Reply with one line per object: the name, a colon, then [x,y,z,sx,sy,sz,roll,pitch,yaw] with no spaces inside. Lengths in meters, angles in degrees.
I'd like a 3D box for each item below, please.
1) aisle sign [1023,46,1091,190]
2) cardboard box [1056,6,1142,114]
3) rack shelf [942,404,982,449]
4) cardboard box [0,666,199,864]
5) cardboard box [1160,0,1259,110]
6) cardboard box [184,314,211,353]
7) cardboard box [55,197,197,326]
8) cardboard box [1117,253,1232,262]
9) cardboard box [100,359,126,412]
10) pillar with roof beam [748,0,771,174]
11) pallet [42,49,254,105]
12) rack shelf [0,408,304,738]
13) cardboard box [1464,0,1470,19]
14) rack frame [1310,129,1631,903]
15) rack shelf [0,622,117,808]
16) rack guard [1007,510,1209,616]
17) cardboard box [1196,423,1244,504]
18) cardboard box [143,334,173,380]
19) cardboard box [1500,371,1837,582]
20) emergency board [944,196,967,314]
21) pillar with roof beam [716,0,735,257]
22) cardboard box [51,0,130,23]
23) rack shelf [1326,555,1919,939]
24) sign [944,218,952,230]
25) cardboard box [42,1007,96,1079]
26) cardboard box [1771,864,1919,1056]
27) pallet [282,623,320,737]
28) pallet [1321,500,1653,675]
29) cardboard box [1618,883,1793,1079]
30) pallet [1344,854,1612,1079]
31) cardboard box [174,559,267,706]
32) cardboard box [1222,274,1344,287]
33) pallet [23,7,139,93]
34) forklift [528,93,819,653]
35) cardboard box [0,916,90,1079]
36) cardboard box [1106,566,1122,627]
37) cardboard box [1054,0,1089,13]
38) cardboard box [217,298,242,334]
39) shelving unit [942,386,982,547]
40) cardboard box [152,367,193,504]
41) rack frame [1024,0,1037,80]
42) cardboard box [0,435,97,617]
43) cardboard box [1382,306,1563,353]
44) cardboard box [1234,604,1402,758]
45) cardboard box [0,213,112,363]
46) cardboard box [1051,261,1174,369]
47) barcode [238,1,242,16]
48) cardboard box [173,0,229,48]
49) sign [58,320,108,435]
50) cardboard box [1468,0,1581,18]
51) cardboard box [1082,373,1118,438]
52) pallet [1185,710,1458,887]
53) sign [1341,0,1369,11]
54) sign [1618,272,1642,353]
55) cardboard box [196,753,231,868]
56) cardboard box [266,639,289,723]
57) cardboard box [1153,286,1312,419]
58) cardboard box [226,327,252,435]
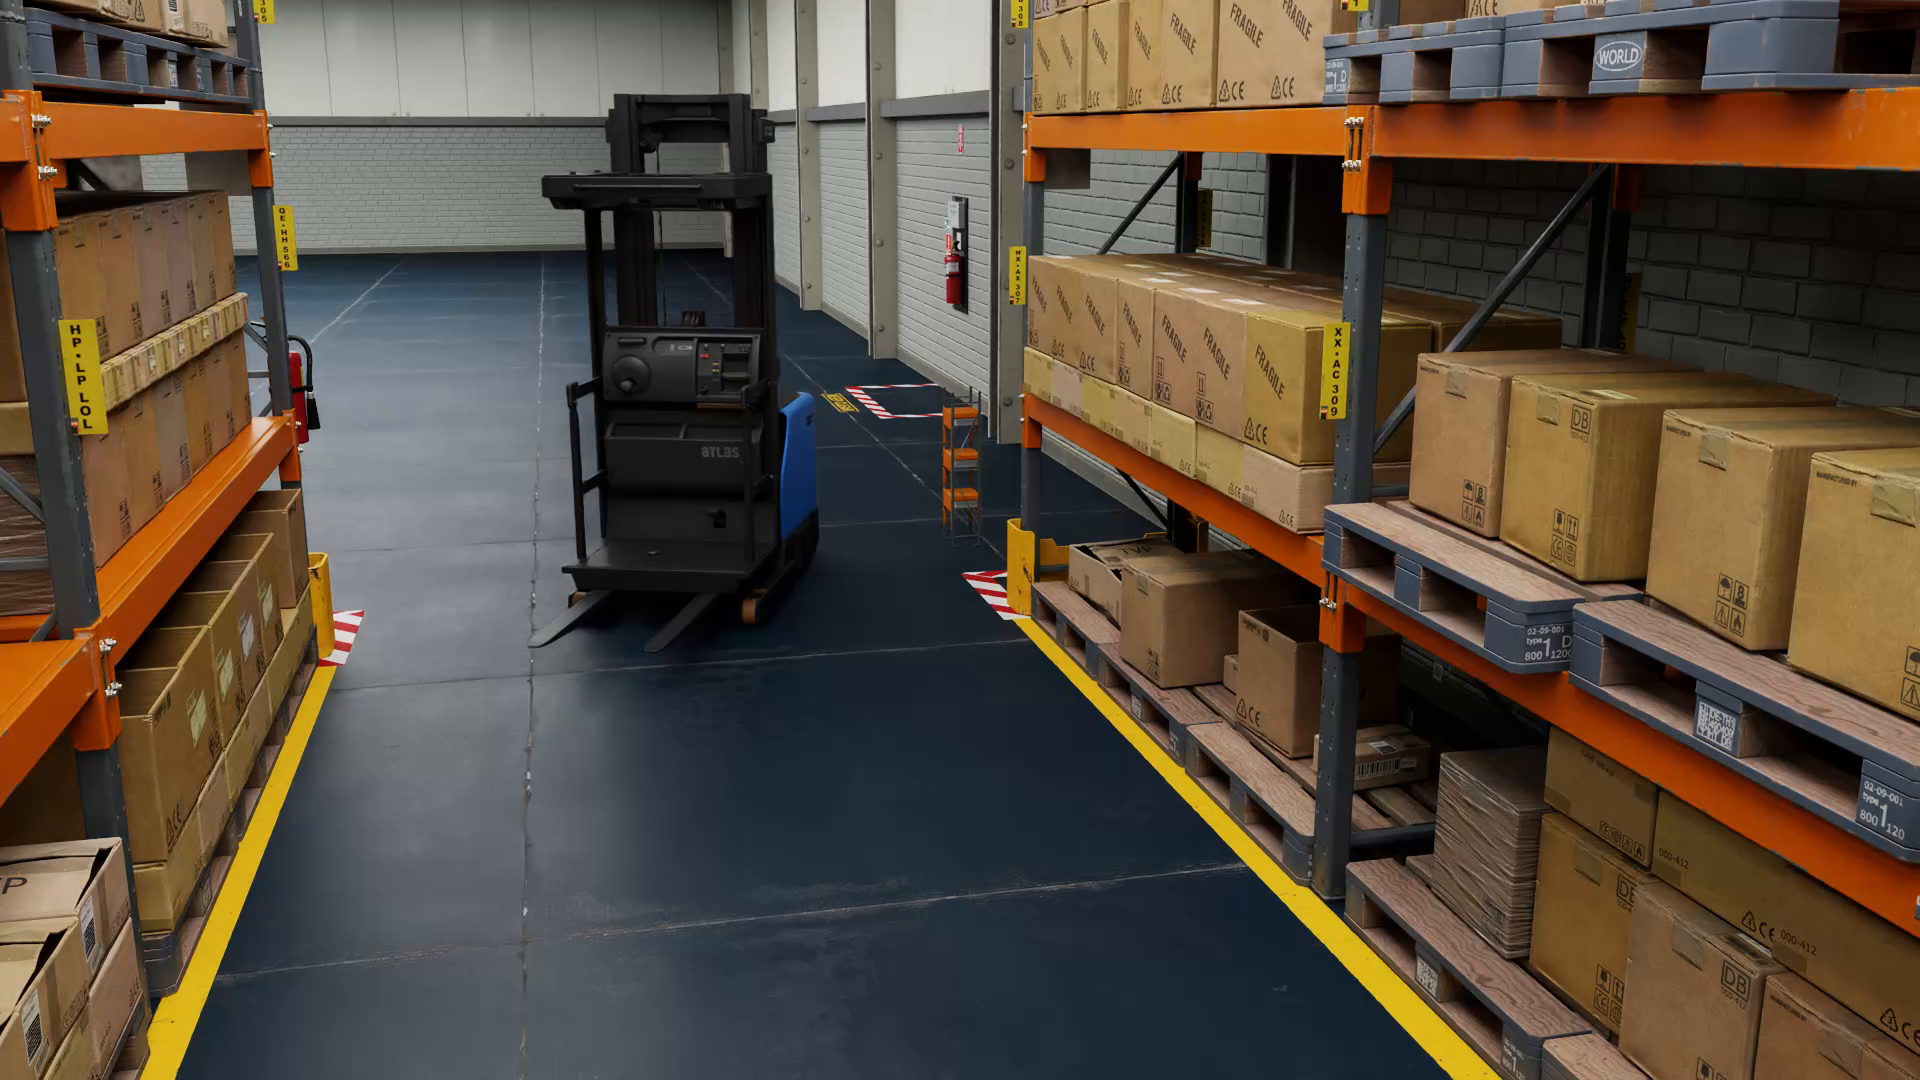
aisle sign: [0.548,-2.367,9.320,0.394,0.787,0.004,-3,14,-13]
cardboard box: [0.784,-2.403,8.370,0.500,0.500,0.500,-2,14,-9]
rack shelf: [0.013,-0.763,11.187,0.215,0.259,0.240,-3,14,-13]
cardboard box: [-2.823,0.738,5.415,0.500,0.500,0.500,-3,14,-13]
cardboard box: [1.164,-2.043,6.897,0.500,0.500,0.500,-4,14,-15]
cardboard box: [-3.441,-0.876,7.115,0.380,0.149,0.250,-3,14,-11]
cardboard box: [-3.600,-1.149,6.864,0.700,0.500,0.500,-3,14,-13]
cardboard box: [1.174,-1.309,9.158,0.500,0.500,0.500,-3,14,-14]
cardboard box: [-3.077,-0.519,5.655,0.380,0.149,0.250,-3,14,-14]
pillar with roof beam: [-7.959,-9.202,30.133,9.100,9.000,0.400,-3,14,-13]
pallet: [-3.817,-2.077,7.476,1.003,0.211,1.213,-3,14,-13]
rack shelf: [-3.488,-0.017,6.692,1.077,0.370,4.000,-3,14,-13]
cardboard box: [1.926,-1.824,6.002,0.500,0.500,0.500,-3,14,-11]
rack frame: [1.796,-0.182,5.852,1.000,3.000,0.127,-3,14,-13]
rack shelf: [-2.549,0.906,2.915,1.077,0.370,4.000,-3,14,-13]
rack guard: [0.874,0.127,9.854,1.175,0.500,0.348,-3,14,-13]
cardboard box: [1.281,-0.327,6.717,0.500,0.250,0.500,-3,14,-13]
cardboard box: [-3.260,-0.699,6.389,0.380,0.149,0.250,-3,14,-14]
cardboard box: [2.007,-0.196,4.770,0.700,0.500,0.500,-2,14,-7]
emergency board: [-0.091,-2.948,17.173,0.194,1.169,0.643,-3,14,-13]
pillar with roof beam: [-9.368,-10.587,35.799,9.100,9.000,0.400,-3,14,-13]
cardboard box: [-3.007,-1.846,5.352,0.500,0.311,0.500,-4,14,-16]
rack shelf: [2.266,0.629,4.048,1.077,0.370,4.000,-3,14,-13]
sign: [-0.128,-3.354,17.645,0.001,0.109,0.331,-3,14,-13]
cardboard box: [-2.522,1.423,4.191,0.500,0.250,0.500,-4,14,-14]
cardboard box: [2.317,0.961,3.935,0.500,0.250,0.500,-3,14,-13]
pallet: [-3.737,0.701,8.113,1.003,0.211,1.213,-3,14,-13]
pallet: [1.834,0.096,5.119,1.003,0.211,1.213,-3,14,-13]
cardboard box: [2.236,1.224,4.437,0.700,0.500,0.500,-3,14,-13]
pallet: [1.980,1.352,5.448,1.003,0.211,1.213,-3,14,-13]
cardboard box: [-3.177,0.392,6.831,0.500,0.500,0.500,-3,14,-13]
cardboard box: [1.526,-0.957,7.718,0.500,0.500,0.500,-3,14,-12]
pallet: [-3.244,-1.514,5.172,1.003,0.211,1.213,-3,14,-13]
forklift: [-1.638,-1.022,9.434,1.130,2.935,3.031,2,14,7]
cardboard box: [-2.516,1.151,4.121,0.500,0.311,0.500,-3,14,-12]
cardboard box: [1.066,0.284,8.683,0.500,0.311,0.500,-2,14,-9]
cardboard box: [0.780,-2.885,8.235,0.500,0.500,0.500,-3,14,-14]
cardboard box: [-3.620,-1.054,7.842,0.380,0.149,0.250,-3,14,-12]
shelving unit: [0.013,-0.498,11.252,0.215,1.050,0.252,-3,14,-13]
cardboard box: [-3.494,-0.411,6.578,0.700,0.500,0.500,-3,14,-11]
rack frame: [0.857,-4.019,8.917,1.000,3.000,0.127,-3,14,-13]
cardboard box: [-3.129,-0.056,5.124,0.700,0.500,0.500,-4,14,-15]
cardboard box: [1.889,-0.603,6.269,0.500,0.500,0.500,-4,14,-14]
cardboard box: [1.513,0.581,7.067,0.500,0.500,0.500,-4,14,-17]
cardboard box: [-3.248,-0.802,5.446,0.700,0.500,0.500,-3,14,-13]
cardboard box: [0.783,-1.164,8.567,0.500,0.500,0.500,-3,14,-13]
barcode: [-3.418,-2.524,7.895,0.001,0.075,0.075,-3,14,-13]
cardboard box: [-3.431,-2.233,7.063,0.500,0.250,0.500,-3,14,-13]
sign: [-2.493,-0.461,4.723,0.100,0.325,0.005,-3,14,-13]
cardboard box: [1.847,-1.761,4.899,0.500,0.500,0.500,-1,14,-5]
cardboard box: [0.912,-0.674,8.141,0.500,0.250,0.500,-4,14,-14]
pallet: [1.604,1.020,6.809,1.003,0.211,1.213,-3,14,-13]
sign: [1.270,-1.858,5.303,0.100,0.325,0.005,-3,14,-13]
sign: [2.335,-0.776,5.844,0.100,0.325,0.005,-3,14,-13]
cardboard box: [-2.945,0.987,5.975,0.500,0.250,0.500,-3,14,-13]
cardboard box: [-3.296,0.641,7.391,0.500,0.250,0.500,-3,14,-13]
cardboard box: [1.154,-0.807,7.102,0.500,0.500,0.500,-4,14,-15]
cardboard box: [-3.860,-0.768,8.039,0.700,0.500,0.500,-3,14,-13]
